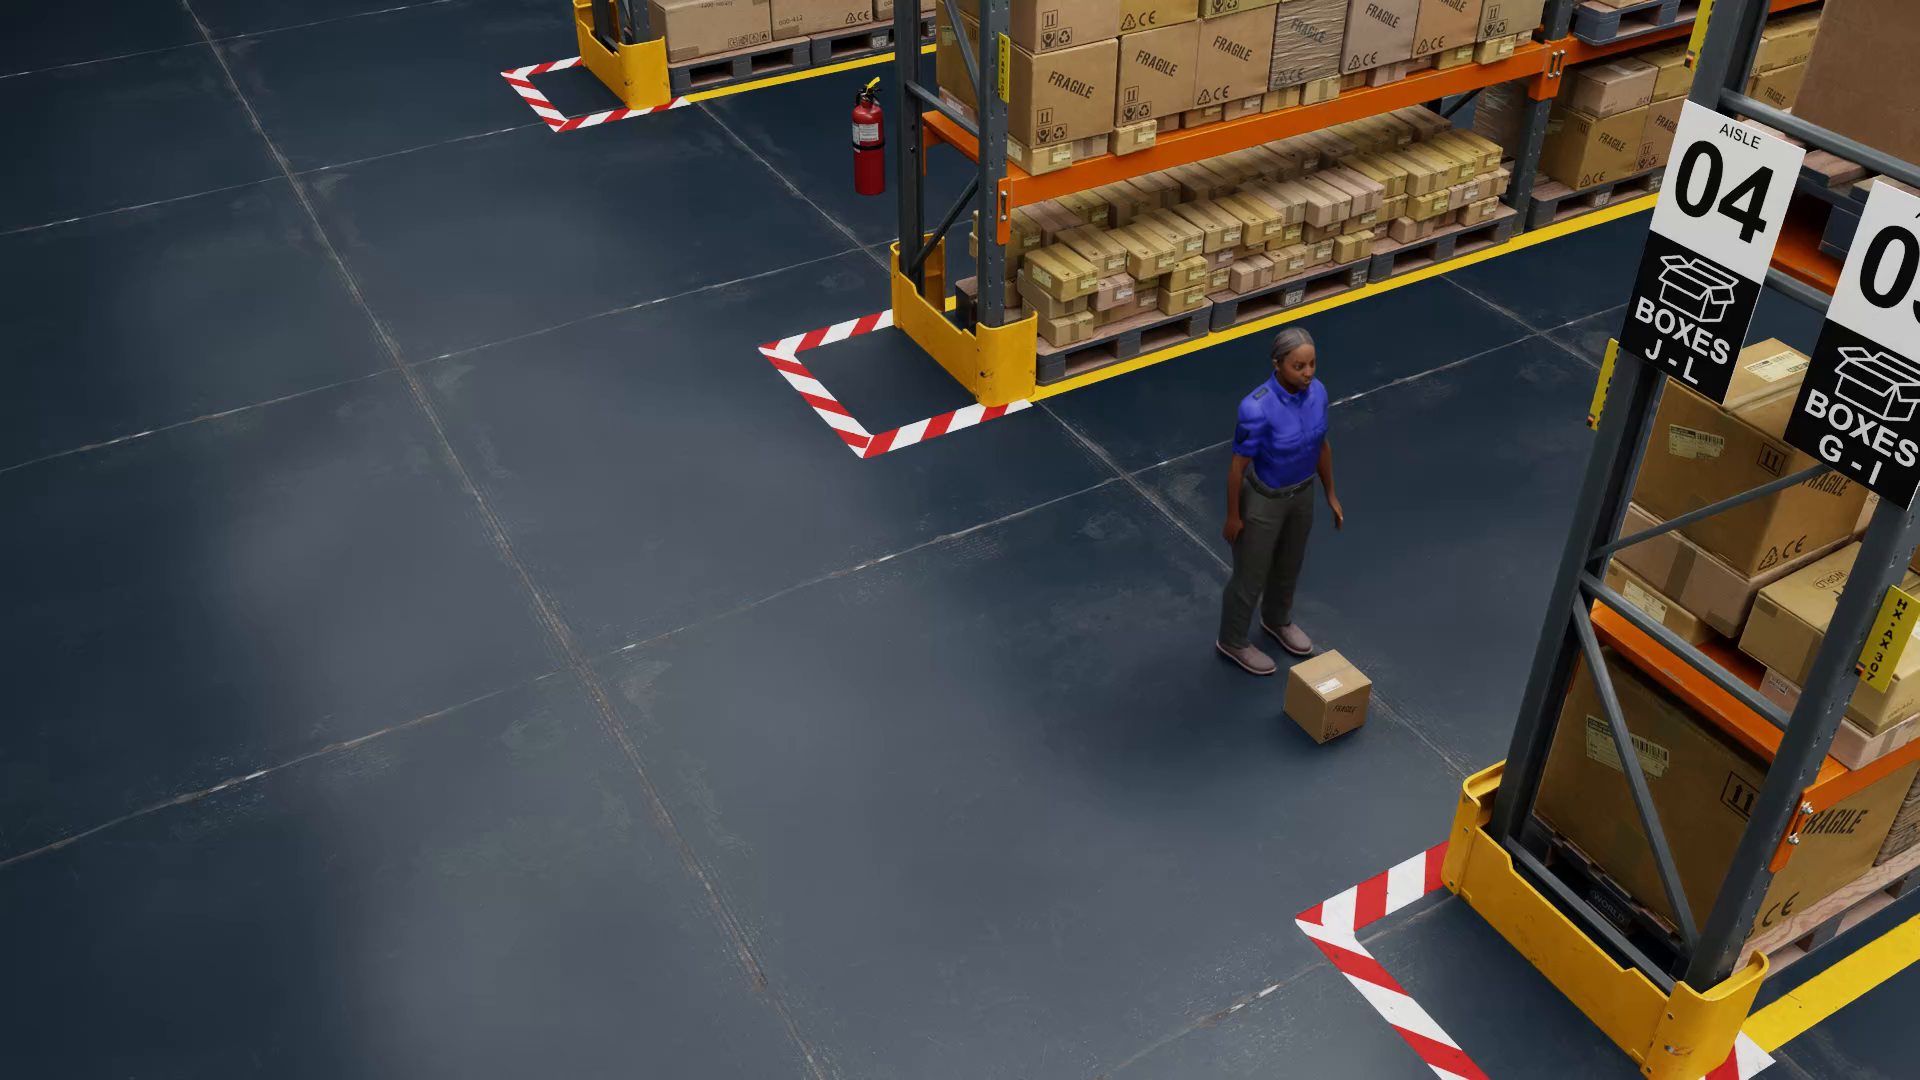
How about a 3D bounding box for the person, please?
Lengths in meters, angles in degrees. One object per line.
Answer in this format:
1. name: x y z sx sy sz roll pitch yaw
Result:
1. person: 1.370 -0.141 7.091 0.489 1.671 0.367 -23 43 -27
